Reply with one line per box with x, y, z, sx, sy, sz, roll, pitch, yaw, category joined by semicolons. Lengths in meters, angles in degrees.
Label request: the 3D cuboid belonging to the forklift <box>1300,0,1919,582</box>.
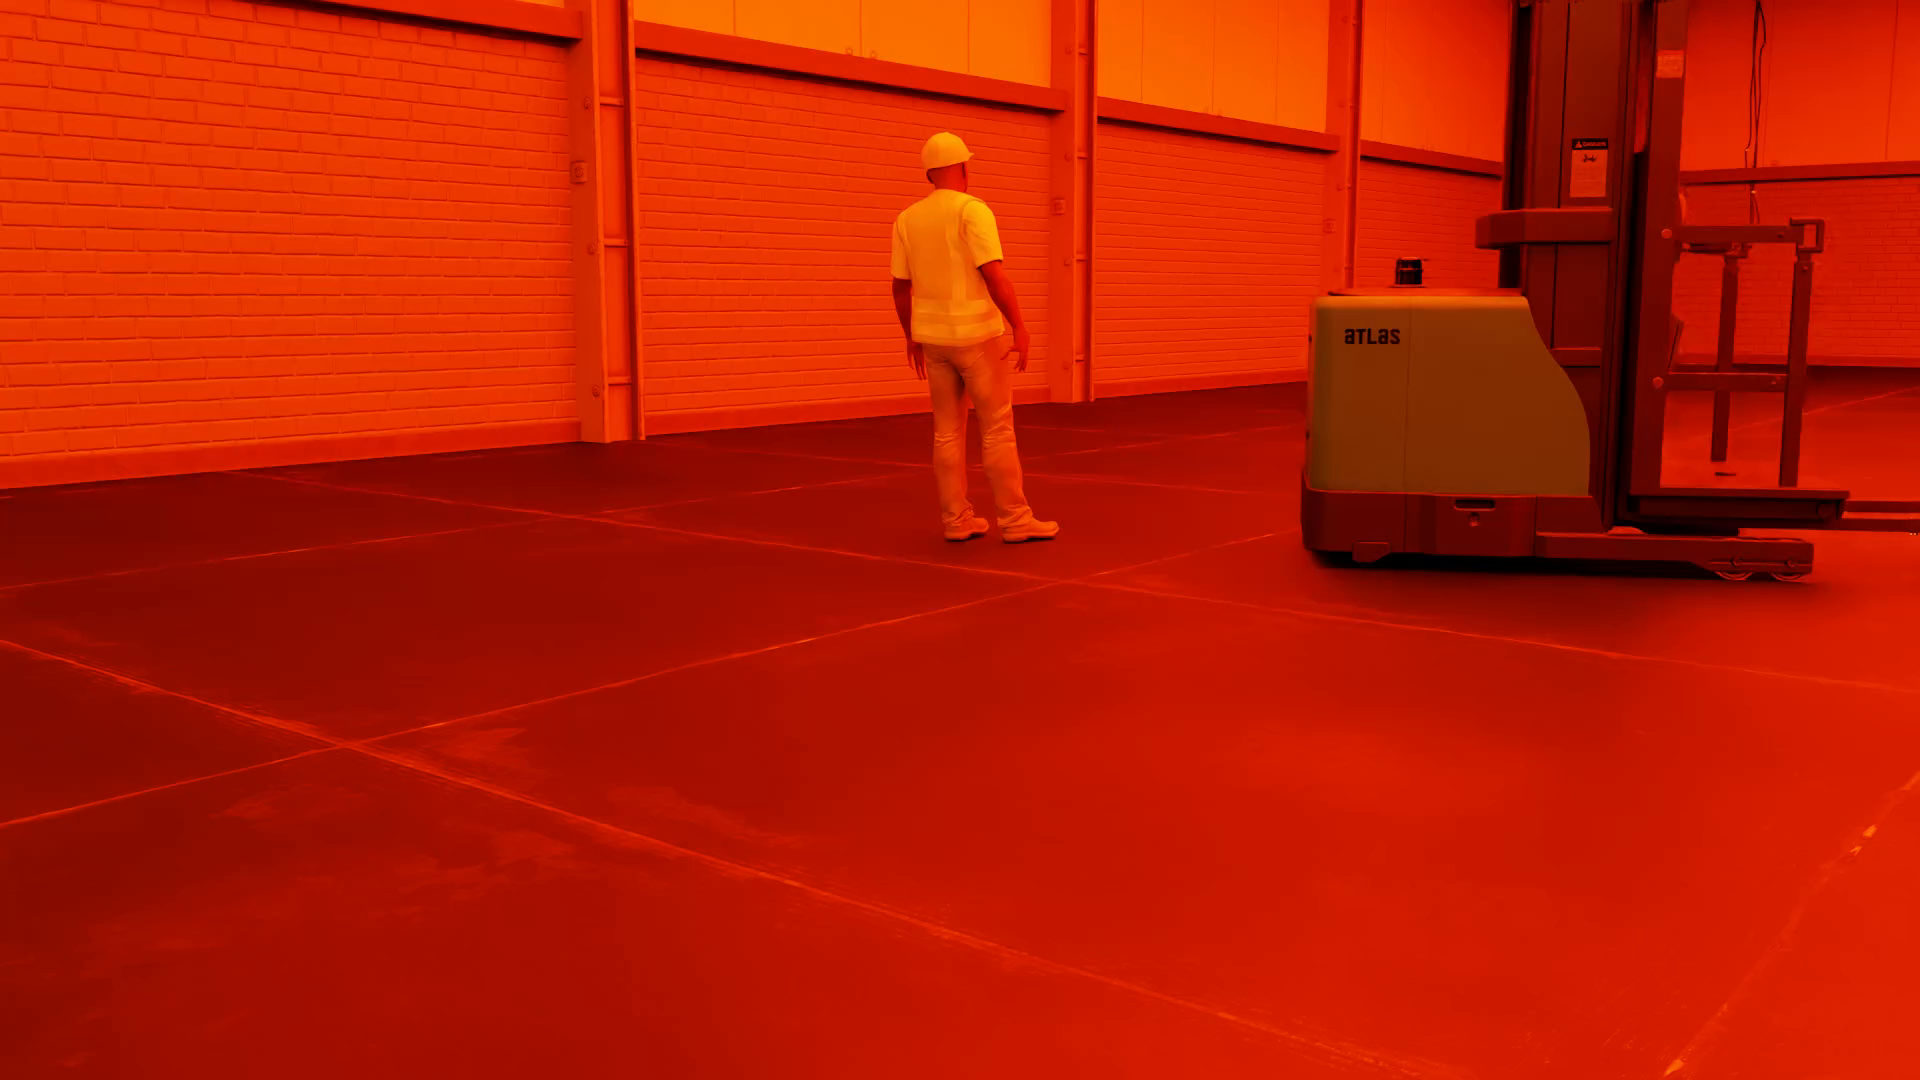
2.960;-1.373;6.662;3.031;2.935;1.130;2;8;10;forklift

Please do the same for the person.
0.049;-0.888;7.325;0.665;1.765;0.577;7;11;38;person
